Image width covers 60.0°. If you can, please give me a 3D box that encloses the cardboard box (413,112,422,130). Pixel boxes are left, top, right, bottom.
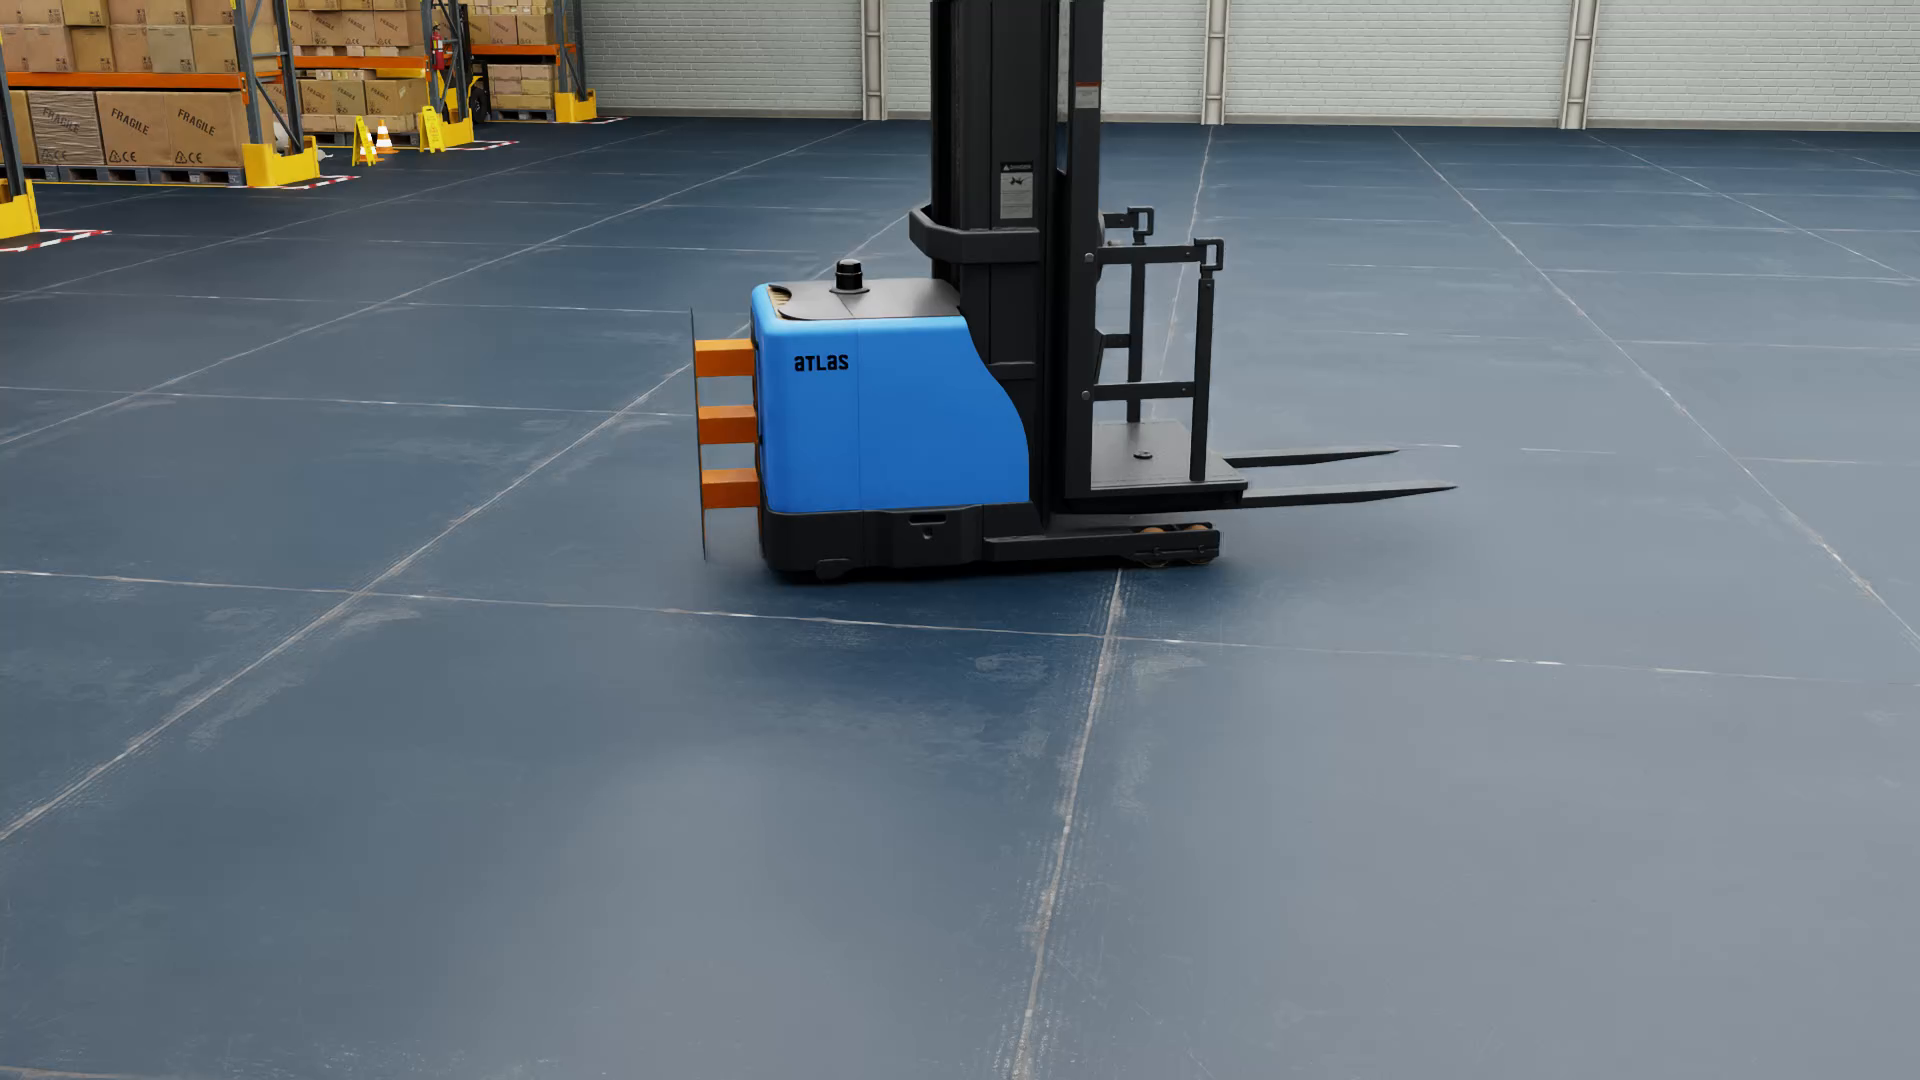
[{"bbox_3d":[-8.436,-6.431,25.467,0.500,0.250,0.500,3,19,8],"label":"cardboard box"}]

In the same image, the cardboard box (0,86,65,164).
[{"bbox_3d":[-11.708,-5.192,20.779,0.875,0.875,0.875,3,19,9],"label":"cardboard box"}]

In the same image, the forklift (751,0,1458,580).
[{"bbox_3d":[0.640,-1.436,6.975,3.031,2.935,1.130,-3,19,-9],"label":"forklift"}]

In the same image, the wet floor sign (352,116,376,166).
[{"bbox_3d":[-8.026,-5.355,22.290,0.232,0.644,0.267,0,19,-1],"label":"wet floor sign"}]

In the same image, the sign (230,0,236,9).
[{"bbox_3d":[-8.468,-6.345,19.340,0.005,0.325,0.100,3,19,9],"label":"sign"}]

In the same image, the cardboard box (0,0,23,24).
[{"bbox_3d":[-11.398,-6.616,20.412,0.550,0.550,0.875,3,19,9],"label":"cardboard box"}]

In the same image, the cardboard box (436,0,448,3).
[{"bbox_3d":[-9.048,-9.505,29.335,0.250,0.149,0.380,3,19,9],"label":"cardboard box"}]

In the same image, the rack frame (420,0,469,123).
[{"bbox_3d":[-7.683,-7.408,24.717,0.127,3.000,1.000,3,19,9],"label":"rack frame"}]

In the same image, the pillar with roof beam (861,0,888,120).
[{"bbox_3d":[-2.203,-10.475,24.429,0.400,9.000,9.100,3,19,9],"label":"pillar with roof beam"}]

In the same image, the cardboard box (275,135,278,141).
[{"bbox_3d":[-9.819,-5.520,23.007,0.637,0.503,0.797,-11,21,-29],"label":"cardboard box"}]

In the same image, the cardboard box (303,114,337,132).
[{"bbox_3d":[-9.552,-6.313,25.115,0.500,0.250,0.500,2,19,7],"label":"cardboard box"}]

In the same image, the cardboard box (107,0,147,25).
[{"bbox_3d":[-9.818,-6.536,20.172,0.550,0.550,0.875,3,19,9],"label":"cardboard box"}]

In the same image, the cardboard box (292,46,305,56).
[{"bbox_3d":[-9.858,-7.303,24.798,0.250,0.149,0.380,3,19,8],"label":"cardboard box"}]

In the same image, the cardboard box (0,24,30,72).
[{"bbox_3d":[-11.405,-6.090,20.539,0.550,0.550,0.875,3,19,9],"label":"cardboard box"}]

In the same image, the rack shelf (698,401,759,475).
[{"bbox_3d":[-0.972,-0.429,6.964,0.240,0.259,0.215,-3,19,-9],"label":"rack shelf"}]

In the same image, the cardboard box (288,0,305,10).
[{"bbox_3d":[-9.711,-8.118,24.636,0.500,0.500,0.700,3,19,8],"label":"cardboard box"}]

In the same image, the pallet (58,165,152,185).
[{"bbox_3d":[-10.371,-4.608,20.742,1.213,0.211,1.003,3,19,9],"label":"pallet"}]

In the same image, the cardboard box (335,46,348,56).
[{"bbox_3d":[-9.093,-7.299,24.786,0.250,0.149,0.380,3,19,9],"label":"cardboard box"}]

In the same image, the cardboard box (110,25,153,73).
[{"bbox_3d":[-9.822,-6.016,20.321,0.550,0.550,0.875,3,19,9],"label":"cardboard box"}]

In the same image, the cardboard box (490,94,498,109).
[{"bbox_3d":[-8.396,-7.840,29.677,0.500,0.250,0.500,3,19,9],"label":"cardboard box"}]

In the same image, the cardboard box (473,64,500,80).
[{"bbox_3d":[-8.409,-8.305,29.491,0.500,0.250,0.500,3,19,9],"label":"cardboard box"}]

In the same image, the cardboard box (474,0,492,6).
[{"bbox_3d":[-8.307,-9.433,29.120,0.250,0.149,0.380,3,19,10],"label":"cardboard box"}]

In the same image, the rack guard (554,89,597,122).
[{"bbox_3d":[-6.876,-7.777,29.758,0.348,0.500,1.175,3,19,9],"label":"rack guard"}]

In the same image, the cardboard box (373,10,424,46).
[{"bbox_3d":[-8.263,-7.538,24.478,0.500,0.500,0.500,3,19,8],"label":"cardboard box"}]

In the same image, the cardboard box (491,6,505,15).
[{"bbox_3d":[-8.033,-9.300,29.191,0.250,0.149,0.380,3,19,8],"label":"cardboard box"}]

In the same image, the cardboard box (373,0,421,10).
[{"bbox_3d":[-8.222,-8.028,24.368,0.500,0.500,0.700,2,19,7],"label":"cardboard box"}]

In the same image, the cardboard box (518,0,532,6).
[{"bbox_3d":[-7.535,-9.414,29.064,0.250,0.149,0.380,3,19,9],"label":"cardboard box"}]

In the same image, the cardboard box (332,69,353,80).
[{"bbox_3d":[-9.136,-6.937,24.774,0.250,0.149,0.380,3,19,10],"label":"cardboard box"}]

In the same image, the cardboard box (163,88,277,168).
[{"bbox_3d":[-9.049,-5.057,20.378,0.875,0.875,0.875,3,19,9],"label":"cardboard box"}]

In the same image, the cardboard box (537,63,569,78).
[{"bbox_3d":[-7.344,-8.416,29.826,0.500,0.250,0.500,3,19,8],"label":"cardboard box"}]

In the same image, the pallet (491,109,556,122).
[{"bbox_3d":[-7.661,-7.667,29.884,1.213,0.211,1.003,3,19,9],"label":"pallet"}]

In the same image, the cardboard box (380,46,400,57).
[{"bbox_3d":[-8.354,-7.219,24.547,0.250,0.149,0.380,3,19,8],"label":"cardboard box"}]

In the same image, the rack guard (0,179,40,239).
[{"bbox_3d":[-9.330,-3.122,15.846,0.348,0.500,1.175,3,19,9],"label":"rack guard"}]

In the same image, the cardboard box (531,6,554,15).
[{"bbox_3d":[-7.286,-9.248,29.036,0.250,0.149,0.380,3,19,9],"label":"cardboard box"}]

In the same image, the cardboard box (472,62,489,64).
[{"bbox_3d":[-8.835,-8.497,30.066,0.500,0.250,0.500,3,19,8],"label":"cardboard box"}]

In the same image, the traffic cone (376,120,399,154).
[{"bbox_3d":[-8.312,-5.823,23.976,0.334,0.463,0.336,3,19,9],"label":"traffic cone"}]

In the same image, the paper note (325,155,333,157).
[{"bbox_3d":[-8.932,-5.424,23.467,0.142,0.019,0.148,-3,19,-10],"label":"paper note"}]

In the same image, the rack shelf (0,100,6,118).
[{"bbox_3d":[-11.230,-4.063,15.853,4.000,0.370,1.077,3,19,9],"label":"rack shelf"}]

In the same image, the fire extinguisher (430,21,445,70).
[{"bbox_3d":[-7.643,-7.222,24.281,0.183,0.674,0.296,3,19,9],"label":"fire extinguisher"}]

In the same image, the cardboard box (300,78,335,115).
[{"bbox_3d":[-9.529,-6.671,25.002,0.500,0.500,0.500,2,19,7],"label":"cardboard box"}]

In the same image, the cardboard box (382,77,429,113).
[{"bbox_3d":[-8.459,-6.787,25.351,0.500,0.500,0.500,2,19,7],"label":"cardboard box"}]

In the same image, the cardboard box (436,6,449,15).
[{"bbox_3d":[-9.052,-9.337,29.303,0.250,0.149,0.380,3,19,8],"label":"cardboard box"}]

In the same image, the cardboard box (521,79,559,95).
[{"bbox_3d":[-7.430,-8.022,29.436,0.500,0.250,0.500,3,19,8],"label":"cardboard box"}]

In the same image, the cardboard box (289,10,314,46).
[{"bbox_3d":[-9.747,-7.622,24.730,0.500,0.500,0.500,3,19,9],"label":"cardboard box"}]

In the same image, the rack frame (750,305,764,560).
[{"bbox_3d":[-0.852,-0.446,6.981,0.008,1.050,0.200,-3,19,-9],"label":"rack frame"}]

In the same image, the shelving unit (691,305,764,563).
[{"bbox_3d":[-0.972,-0.439,6.961,0.252,1.050,0.215,-3,19,-9],"label":"shelving unit"}]

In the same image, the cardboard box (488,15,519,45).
[{"bbox_3d":[-7.938,-8.983,29.264,0.500,0.500,0.500,4,19,10],"label":"cardboard box"}]
